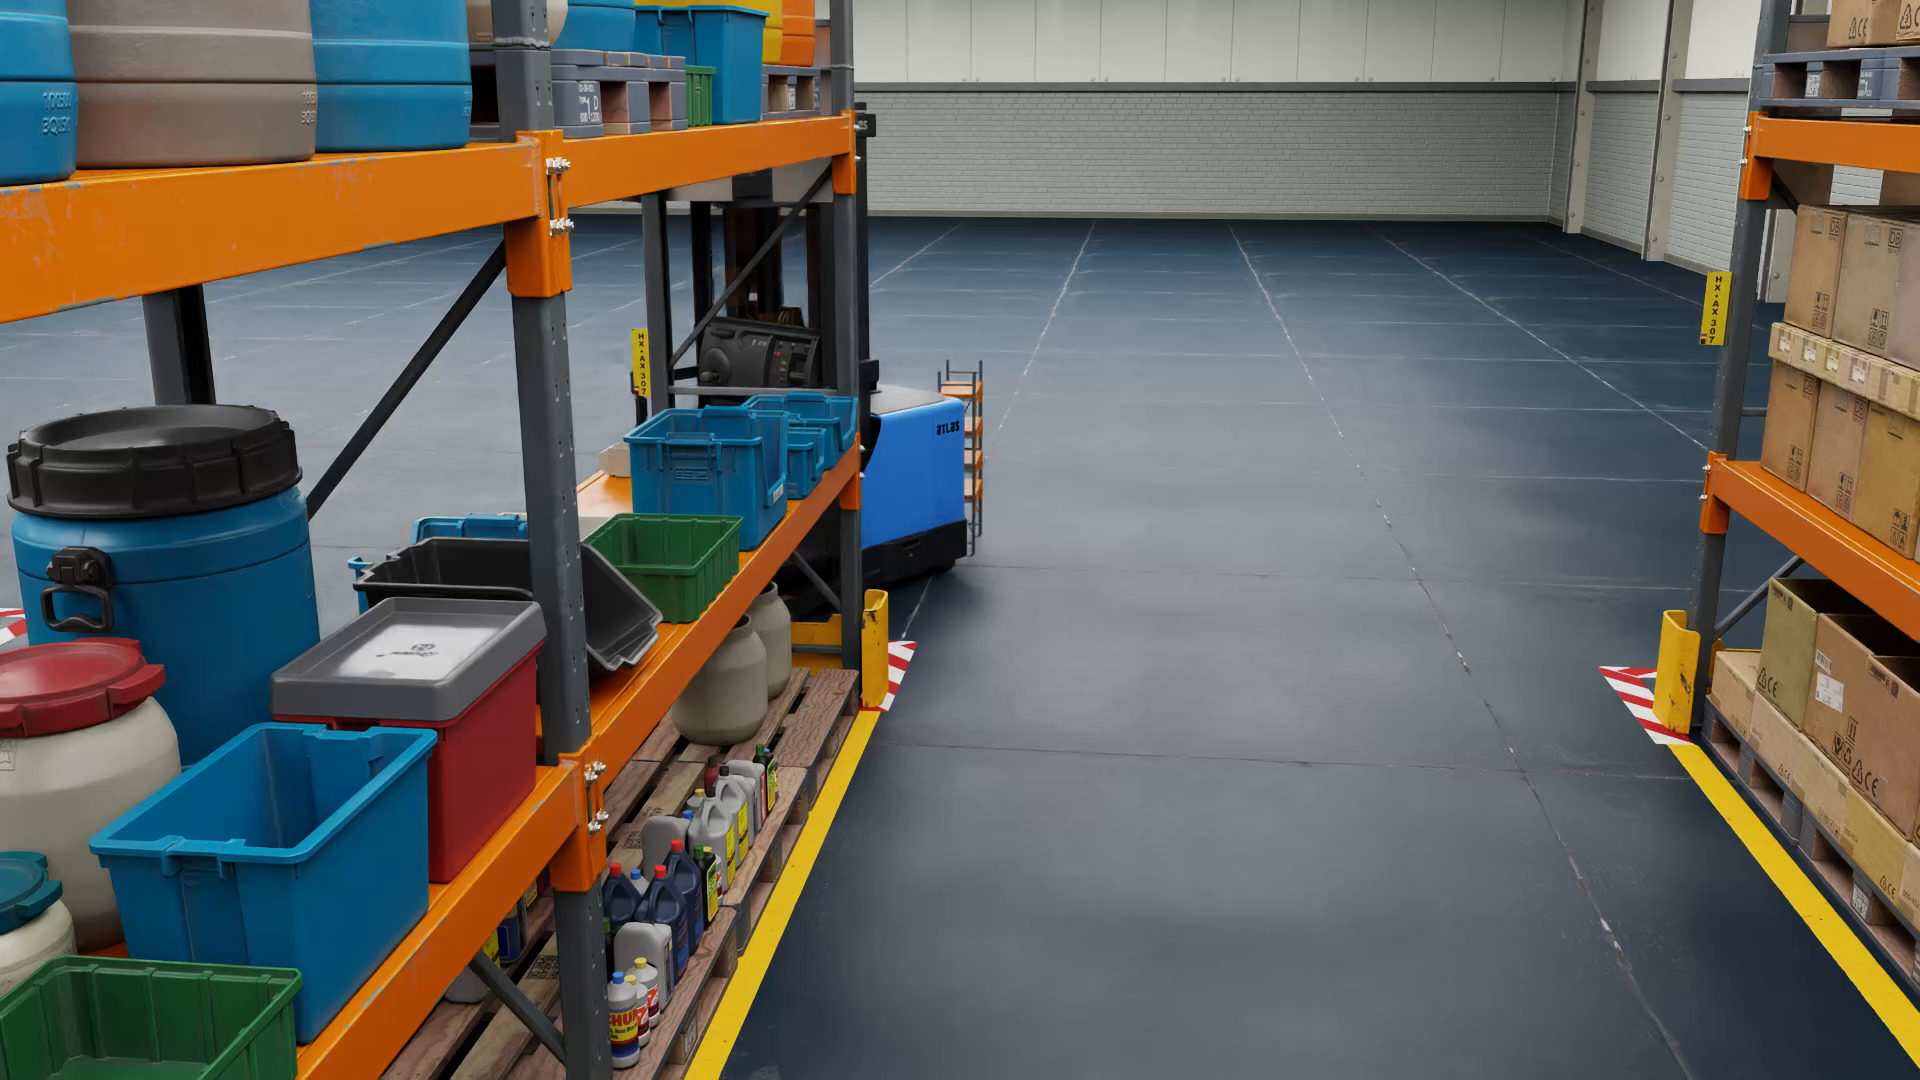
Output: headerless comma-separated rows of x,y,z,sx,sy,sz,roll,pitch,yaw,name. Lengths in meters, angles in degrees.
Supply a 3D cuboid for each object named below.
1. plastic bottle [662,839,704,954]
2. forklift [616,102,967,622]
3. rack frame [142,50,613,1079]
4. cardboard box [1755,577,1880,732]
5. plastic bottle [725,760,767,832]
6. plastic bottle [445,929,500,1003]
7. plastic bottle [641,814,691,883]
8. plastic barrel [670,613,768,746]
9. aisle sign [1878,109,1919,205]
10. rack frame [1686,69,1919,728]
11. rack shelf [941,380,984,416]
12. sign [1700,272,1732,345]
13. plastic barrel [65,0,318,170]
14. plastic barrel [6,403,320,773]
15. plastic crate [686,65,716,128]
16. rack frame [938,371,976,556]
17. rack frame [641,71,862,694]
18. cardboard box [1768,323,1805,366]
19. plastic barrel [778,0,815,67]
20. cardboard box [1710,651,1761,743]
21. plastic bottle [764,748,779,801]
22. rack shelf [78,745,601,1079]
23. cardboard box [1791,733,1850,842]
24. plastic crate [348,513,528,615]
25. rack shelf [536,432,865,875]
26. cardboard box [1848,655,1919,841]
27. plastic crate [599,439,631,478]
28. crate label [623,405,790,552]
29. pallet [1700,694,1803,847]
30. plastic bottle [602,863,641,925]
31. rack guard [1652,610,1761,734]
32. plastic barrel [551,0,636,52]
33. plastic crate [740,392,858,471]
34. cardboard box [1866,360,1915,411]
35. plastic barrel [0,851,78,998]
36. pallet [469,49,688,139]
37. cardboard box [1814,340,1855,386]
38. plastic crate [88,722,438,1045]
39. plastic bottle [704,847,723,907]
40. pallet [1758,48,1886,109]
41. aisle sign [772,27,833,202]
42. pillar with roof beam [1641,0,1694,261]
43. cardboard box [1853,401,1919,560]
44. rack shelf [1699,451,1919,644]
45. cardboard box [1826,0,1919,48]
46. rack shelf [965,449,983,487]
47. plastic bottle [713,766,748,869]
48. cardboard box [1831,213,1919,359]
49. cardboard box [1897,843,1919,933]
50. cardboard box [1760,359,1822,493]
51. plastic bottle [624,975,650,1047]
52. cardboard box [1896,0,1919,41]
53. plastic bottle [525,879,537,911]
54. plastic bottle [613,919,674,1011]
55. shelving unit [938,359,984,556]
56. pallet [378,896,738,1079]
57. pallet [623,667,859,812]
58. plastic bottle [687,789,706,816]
-0.918,1.149,5.398,0.144,0.351,0.185,1,15,4,plastic bottle
-1.295,-1.047,9.419,1.130,2.935,3.031,13,20,39,forklift
-1.443,0.329,4.199,1.000,3.000,0.127,2,15,6,rack frame
3.594,0.463,6.729,0.500,0.500,0.500,2,15,6,cardboard box
-0.819,0.948,6.286,0.152,0.276,0.135,2,15,7,plastic bottle
-1.513,1.224,5.121,0.144,0.351,0.185,2,15,6,plastic bottle
-1.020,1.077,5.807,0.152,0.276,0.135,2,15,6,plastic bottle
-1.046,0.593,7.186,0.421,0.512,0.421,0,15,0,plastic barrel
4.229,-1.825,7.185,0.394,0.787,0.004,2,15,6,aisle sign
3.930,-0.562,7.493,1.000,3.000,0.127,2,15,6,rack frame
0.003,-0.923,10.772,0.258,0.148,0.480,2,15,6,rack shelf
3.379,-1.036,7.436,0.100,0.325,0.005,2,15,6,sign
-1.358,-1.053,2.604,0.600,0.901,0.600,0,15,0,plastic barrel
-1.787,0.178,3.796,0.600,0.901,0.708,2,15,6,plastic barrel
-0.994,-1.418,5.319,0.336,0.188,0.450,2,15,6,plastic crate
-0.022,-0.481,10.641,0.240,1.200,0.015,2,15,6,rack frame
-0.991,-0.709,8.036,1.000,3.000,0.127,2,15,6,rack frame
3.672,-0.828,7.042,0.380,0.149,0.250,2,15,6,cardboard box
-0.920,-2.437,7.054,0.600,0.830,0.708,2,15,6,plastic barrel
3.648,0.695,7.307,0.500,0.250,0.500,2,15,6,cardboard box
-0.763,0.919,6.535,0.097,0.201,0.097,0,15,0,plastic bottle
-1.668,1.195,2.375,1.077,0.370,4.000,2,15,6,rack shelf
3.539,0.955,6.347,0.500,0.250,0.500,2,15,6,cardboard box
-1.588,0.106,5.310,0.499,0.251,0.616,2,15,6,plastic crate
-1.217,0.157,6.212,1.077,0.370,4.000,2,15,6,rack shelf
3.477,0.722,5.771,0.500,0.500,0.500,2,15,6,cardboard box
-1.412,-0.359,7.247,0.298,0.136,0.250,2,15,6,plastic crate
-0.930,-0.240,6.237,0.502,0.435,0.616,2,15,6,crate label
3.885,0.984,7.119,1.003,0.211,1.213,2,15,6,pallet
-1.082,1.194,5.232,0.144,0.351,0.185,2,15,6,plastic bottle
3.933,0.639,7.842,1.175,0.500,0.348,2,15,6,rack guard
-1.224,-1.819,4.631,0.600,0.901,0.708,2,15,6,plastic barrel
-0.750,-0.498,7.543,0.499,0.251,0.616,2,15,6,plastic crate
3.557,-0.560,6.052,0.380,0.149,0.250,1,15,4,cardboard box
-1.744,0.734,2.965,0.301,0.262,0.301,0,15,0,plastic barrel
-1.458,-1.218,4.535,1.213,0.211,1.003,2,15,6,pallet
3.615,-0.694,6.550,0.380,0.149,0.250,2,15,6,cardboard box
-1.258,0.632,3.110,0.392,0.384,0.575,2,15,6,plastic crate
-0.863,1.148,5.686,0.097,0.201,0.097,0,15,0,plastic bottle
3.825,-1.784,6.438,1.003,0.211,1.213,2,15,6,pallet
-0.688,-1.973,7.733,0.394,0.787,0.004,2,15,6,aisle sign
8.064,-9.457,28.897,9.100,9.000,0.400,2,15,6,pillar with roof beam
3.748,-0.224,6.054,0.700,0.500,0.500,2,15,7,cardboard box
3.704,0.304,5.669,1.077,0.370,4.000,2,15,6,rack shelf
3.861,-2.181,6.464,0.797,0.503,0.637,3,15,10,cardboard box
0.003,-0.479,10.892,0.258,0.148,0.480,2,15,6,rack shelf
-0.849,0.991,5.984,0.144,0.351,0.185,2,15,9,plastic bottle
3.805,-0.965,6.308,0.700,0.500,0.500,1,15,5,cardboard box
3.422,1.214,5.389,0.500,0.250,0.500,2,15,6,cardboard box
3.865,-0.489,7.034,0.700,0.500,0.500,2,15,6,cardboard box
-0.960,1.371,4.863,0.097,0.201,0.097,0,15,0,plastic bottle
3.471,-1.906,5.452,0.500,0.500,0.500,2,15,6,cardboard box
-1.493,1.115,5.653,0.061,0.283,0.133,2,15,6,plastic bottle
-0.962,1.277,5.069,0.152,0.276,0.135,2,15,8,plastic bottle
0.003,-0.544,10.875,0.258,1.200,0.503,2,15,6,shelving unit
-1.325,1.502,5.203,1.003,0.211,1.213,2,15,6,pallet
-1.050,0.869,7.543,1.003,0.211,1.213,2,15,6,pallet
-0.960,1.021,6.158,0.097,0.201,0.097,0,15,0,plastic bottle
